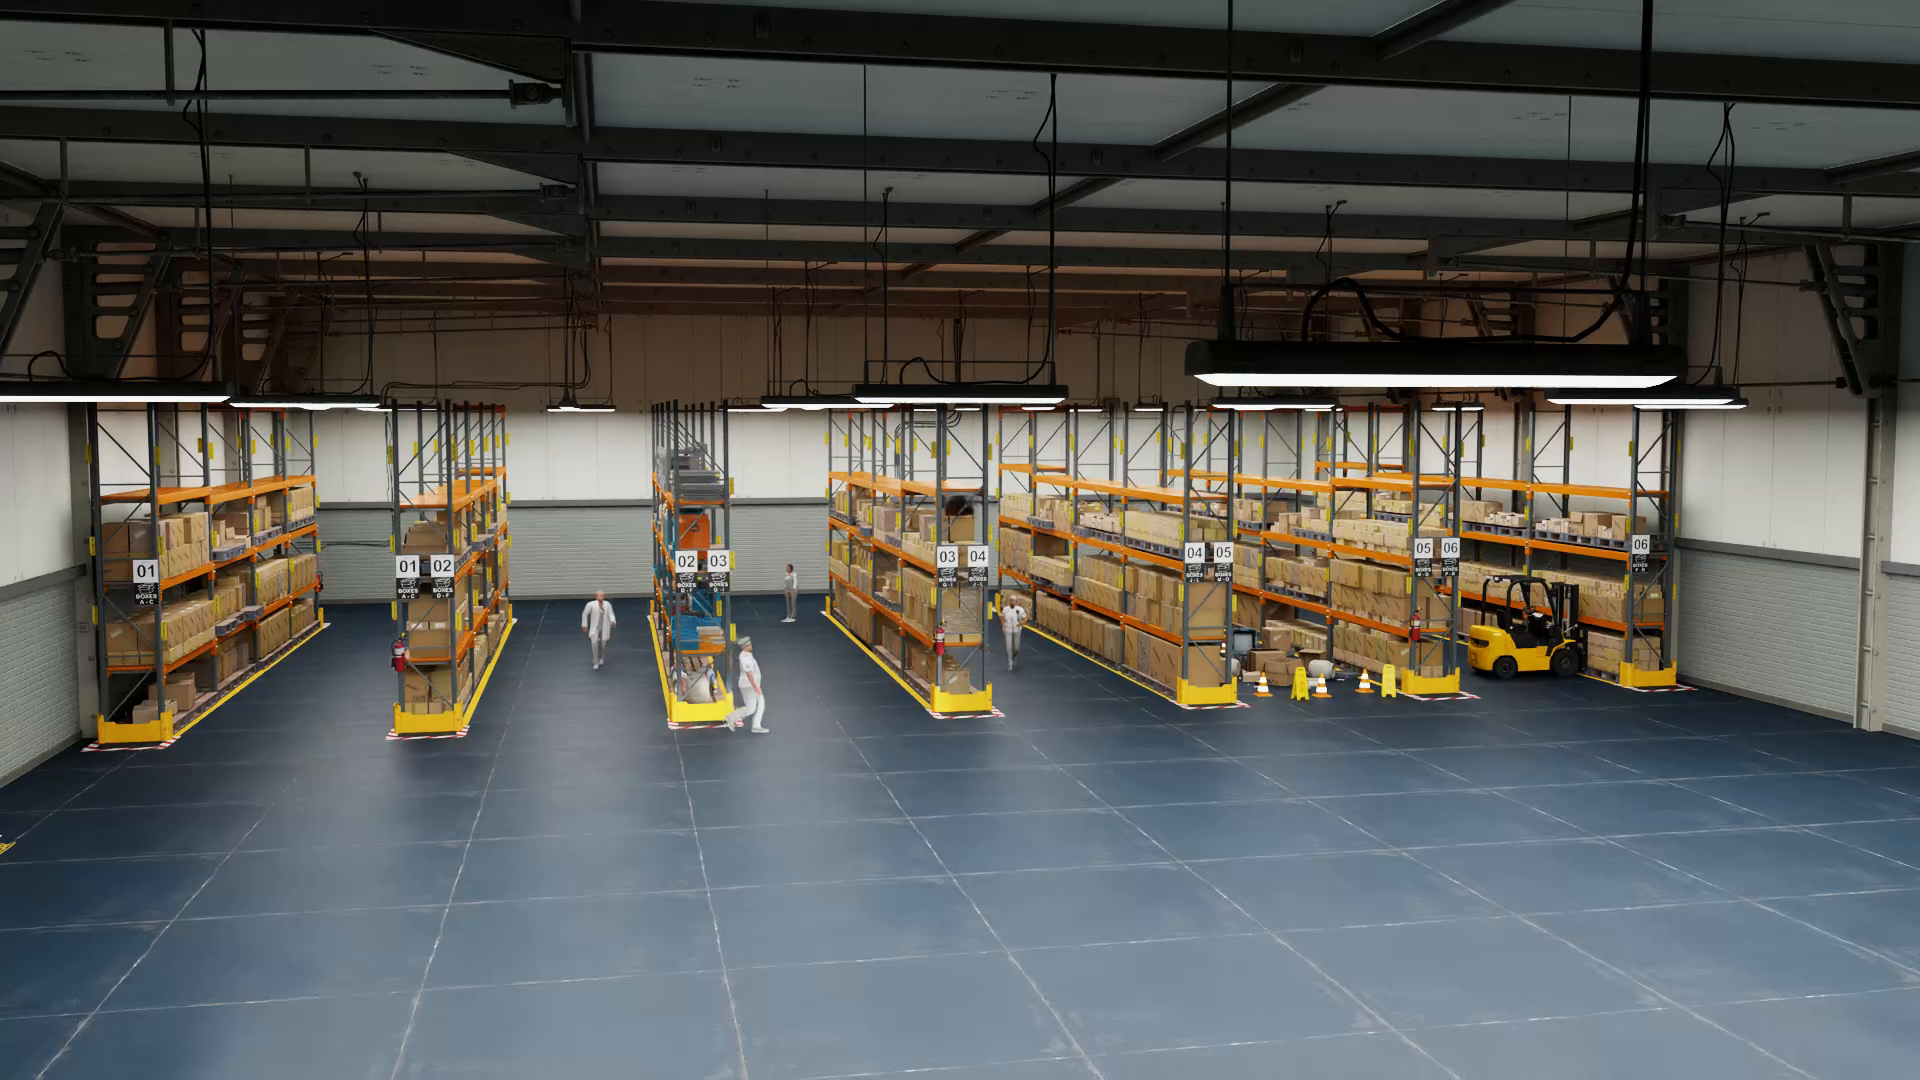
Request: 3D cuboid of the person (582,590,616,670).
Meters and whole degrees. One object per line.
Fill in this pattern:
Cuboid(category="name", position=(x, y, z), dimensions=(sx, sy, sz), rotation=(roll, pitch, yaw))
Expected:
Cuboid(category="person", position=(-8.197, 2.048, 37.783), dimensions=(0.753, 1.815, 0.935), rotation=(-1, 4, -11))

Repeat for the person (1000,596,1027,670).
Cuboid(category="person", position=(1.219, 2.100, 37.572), dimensions=(0.595, 1.702, 0.700), rotation=(-1, 4, -7))

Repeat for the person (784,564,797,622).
Cuboid(category="person", position=(-4.689, 1.462, 45.938), dimensions=(0.435, 1.614, 0.364), rotation=(3, 5, 34))

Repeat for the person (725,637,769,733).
Cuboid(category="person", position=(-3.811, 2.592, 29.781), dimensions=(0.751, 1.739, 0.522), rotation=(1, 4, 8))
